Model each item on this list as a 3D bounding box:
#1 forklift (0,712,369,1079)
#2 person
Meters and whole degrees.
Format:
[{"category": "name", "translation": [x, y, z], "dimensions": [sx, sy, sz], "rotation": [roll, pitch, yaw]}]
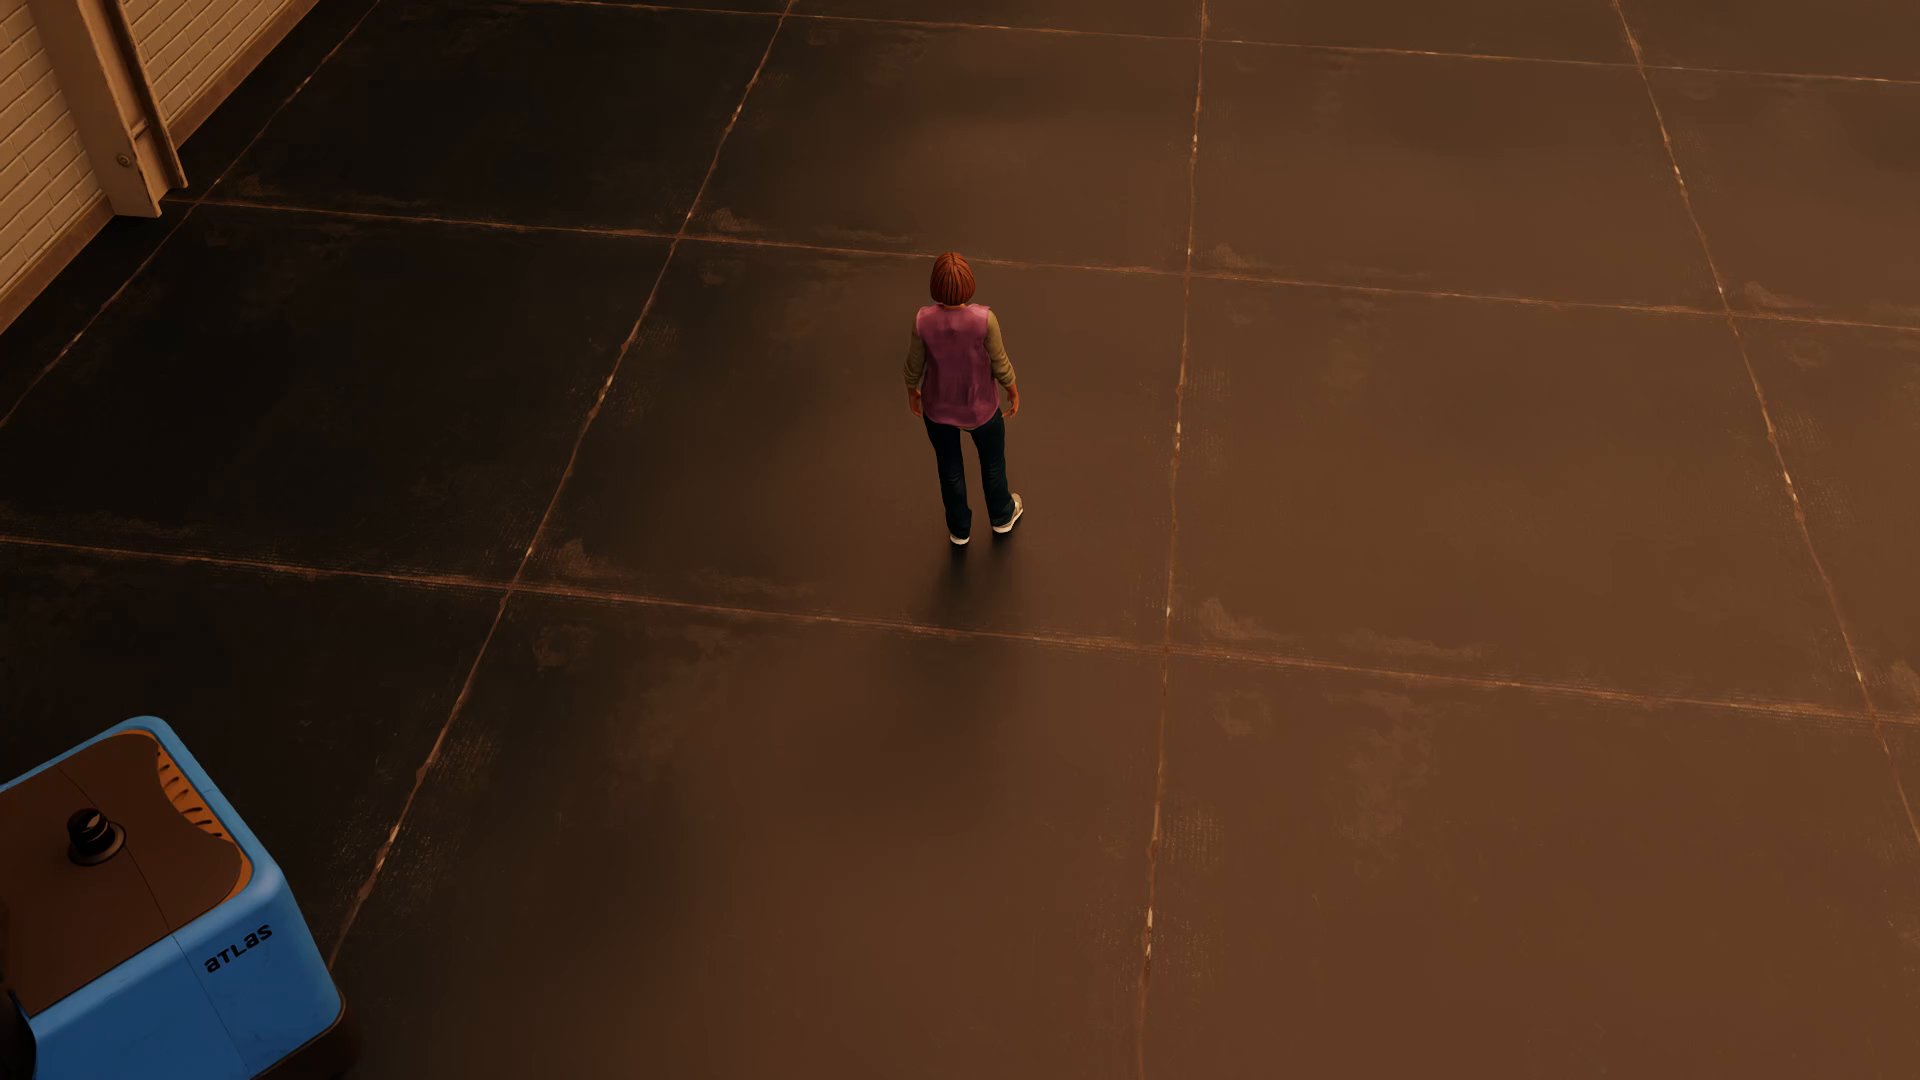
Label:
[{"category": "forklift", "translation": [-3.502, 1.195, 4.424], "dimensions": [3.031, 2.935, 1.130], "rotation": [-32, 52, -30]}, {"category": "person", "translation": [0.024, -0.642, 7.398], "dimensions": [0.520, 1.597, 0.475], "rotation": [5, 43, 6]}]
